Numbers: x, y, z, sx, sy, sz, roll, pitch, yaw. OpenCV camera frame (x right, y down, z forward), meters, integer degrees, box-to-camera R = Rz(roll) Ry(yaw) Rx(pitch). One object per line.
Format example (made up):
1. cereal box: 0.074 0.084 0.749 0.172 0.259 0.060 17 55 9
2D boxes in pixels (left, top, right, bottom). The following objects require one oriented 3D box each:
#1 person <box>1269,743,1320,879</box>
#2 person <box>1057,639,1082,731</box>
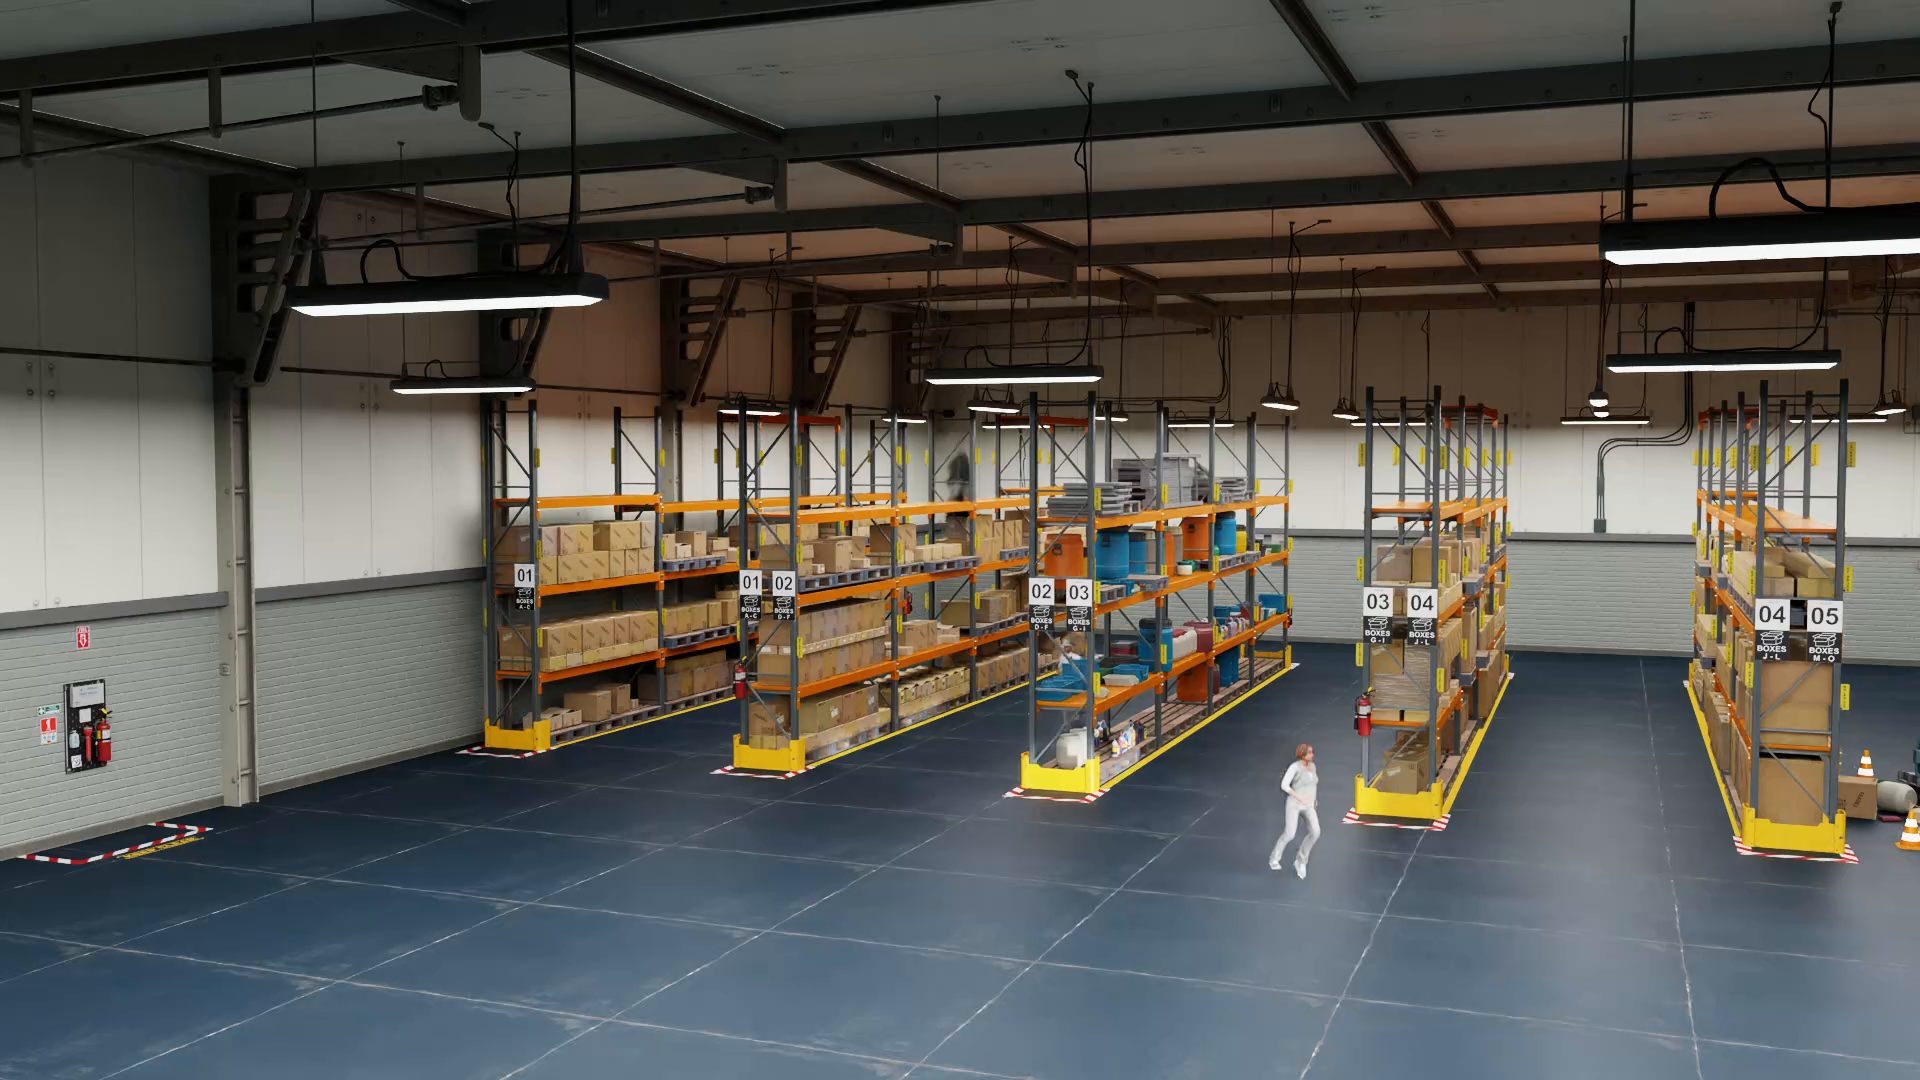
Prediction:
1. person: 4.098 3.233 20.011 0.611 1.589 0.615 -1 3 -27
2. person: 2.057 2.657 30.729 0.563 1.685 0.659 2 3 32
